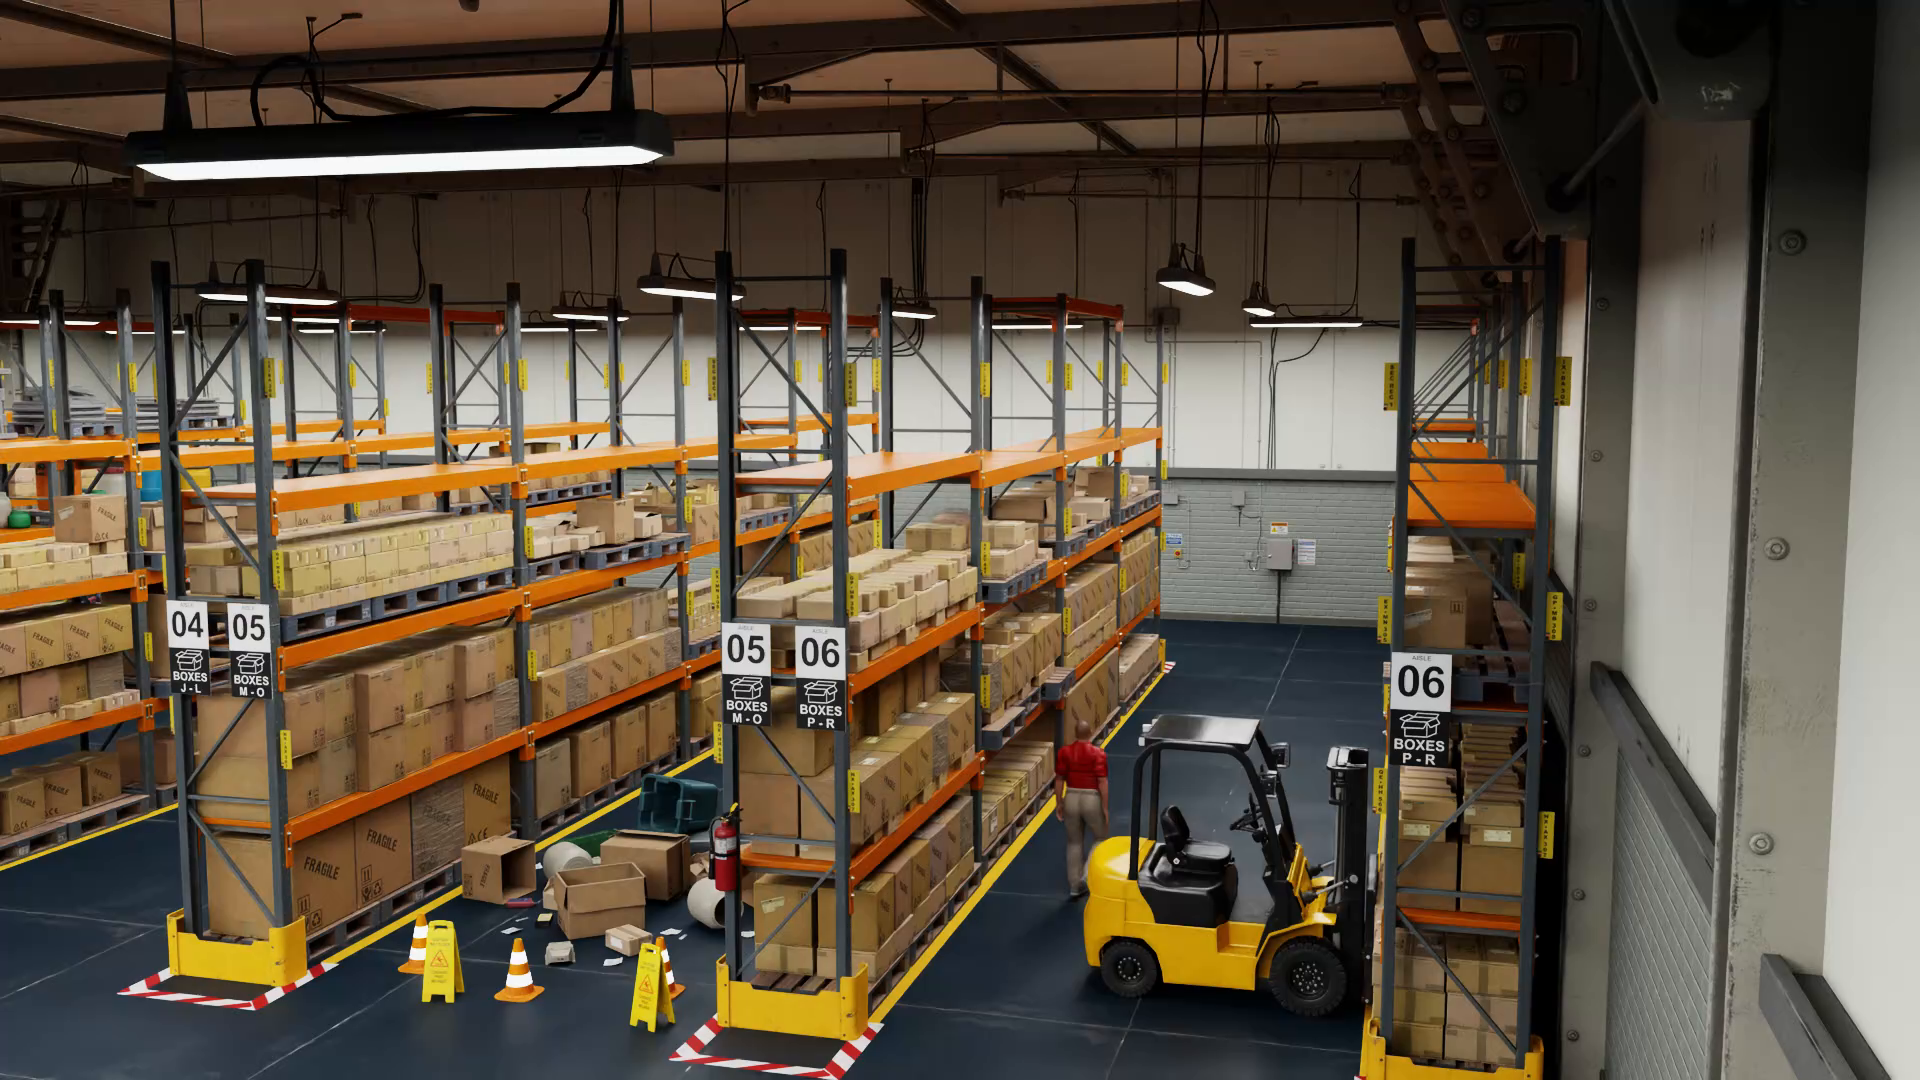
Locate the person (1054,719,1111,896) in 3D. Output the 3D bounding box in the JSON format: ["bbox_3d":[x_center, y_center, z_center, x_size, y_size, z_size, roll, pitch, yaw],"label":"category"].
[{"bbox_3d":[1.191,2.599,16.171,0.587,1.715,0.494,3,7,23],"label":"person"}]

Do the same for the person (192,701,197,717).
[{"bbox_3d":[-10.621,1.953,22.873,0.465,1.570,0.984,0,6,3],"label":"person"}]
